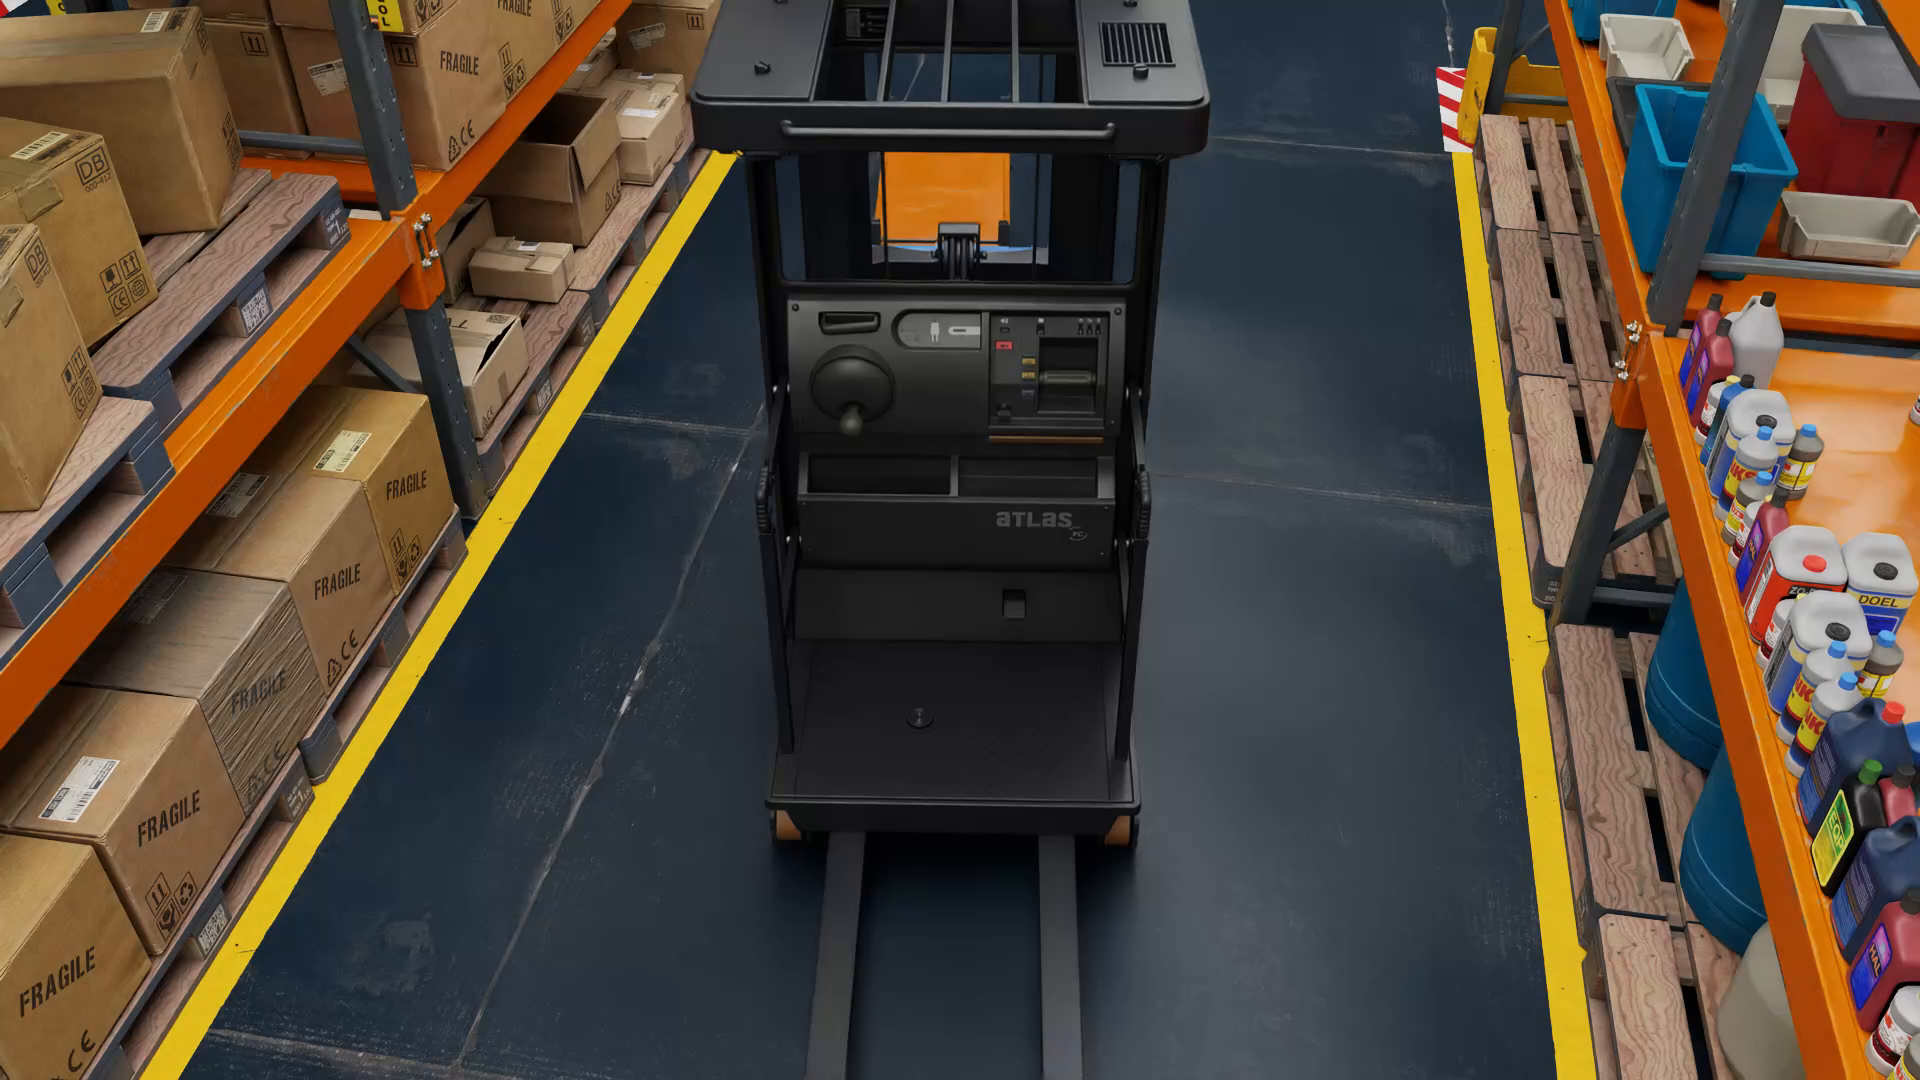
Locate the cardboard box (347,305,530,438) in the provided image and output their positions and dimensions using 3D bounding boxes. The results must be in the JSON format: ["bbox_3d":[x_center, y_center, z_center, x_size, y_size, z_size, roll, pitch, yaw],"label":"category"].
[{"bbox_3d":[-2.031,-0.688,6.493,0.500,0.311,0.500,6,40,8],"label":"cardboard box"}]

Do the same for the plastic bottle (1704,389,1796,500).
[{"bbox_3d":[2.042,-0.241,4.285,0.152,0.276,0.135,6,40,8],"label":"plastic bottle"}]

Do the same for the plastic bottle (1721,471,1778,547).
[{"bbox_3d":[1.978,-0.081,4.150,0.097,0.201,0.097,0,40,0],"label":"plastic bottle"}]

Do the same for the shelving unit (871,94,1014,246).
[{"bbox_3d":[-0.061,-1.012,6.591,0.538,1.125,1.048,1,40,1],"label":"shelving unit"}]

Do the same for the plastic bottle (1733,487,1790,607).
[{"bbox_3d":[1.924,0.018,3.965,0.061,0.283,0.133,6,40,8],"label":"plastic bottle"}]

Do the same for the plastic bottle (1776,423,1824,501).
[{"bbox_3d":[2.168,-0.210,4.306,0.097,0.201,0.097,0,40,0],"label":"plastic bottle"}]

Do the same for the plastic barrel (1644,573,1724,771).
[{"bbox_3d":[2.450,0.219,4.948,0.600,0.901,0.708,6,40,8],"label":"plastic barrel"}]

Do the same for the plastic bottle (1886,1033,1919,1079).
[{"bbox_3d":[1.698,0.937,2.918,0.097,0.201,0.097,0,40,0],"label":"plastic bottle"}]

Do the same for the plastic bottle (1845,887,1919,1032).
[{"bbox_3d":[1.716,0.770,3.056,0.061,0.283,0.133,6,40,8],"label":"plastic bottle"}]

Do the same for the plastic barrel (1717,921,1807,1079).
[{"bbox_3d":[2.142,1.158,4.118,0.421,0.512,0.421,0,40,0],"label":"plastic barrel"}]

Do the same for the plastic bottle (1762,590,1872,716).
[{"bbox_3d":[1.905,0.256,3.684,0.152,0.276,0.135,6,40,8],"label":"plastic bottle"}]

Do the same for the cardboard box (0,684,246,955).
[{"bbox_3d":[-2.387,0.763,4.589,0.500,0.500,0.500,5,40,6],"label":"cardboard box"}]

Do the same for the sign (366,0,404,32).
[{"bbox_3d":[-1.770,-1.703,5.047,0.100,0.325,0.005,6,40,8],"label":"sign"}]

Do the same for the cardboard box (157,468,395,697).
[{"bbox_3d":[-2.214,0.129,5.356,0.500,0.500,0.500,7,40,8],"label":"cardboard box"}]

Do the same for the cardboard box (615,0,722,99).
[{"bbox_3d":[-1.476,-2.664,8.734,0.500,0.500,0.500,6,40,8],"label":"cardboard box"}]

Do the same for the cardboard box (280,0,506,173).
[{"bbox_3d":[-1.960,-1.644,5.806,0.500,0.500,0.500,7,40,9],"label":"cardboard box"}]

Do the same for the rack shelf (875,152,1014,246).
[{"bbox_3d":[-0.061,-1.238,6.405,0.538,0.278,1.000,1,40,1],"label":"rack shelf"}]

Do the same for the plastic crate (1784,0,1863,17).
[{"bbox_3d":[3.150,-1.919,6.301,0.416,0.233,0.300,6,40,8],"label":"plastic crate"}]

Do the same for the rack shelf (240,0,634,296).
[{"bbox_3d":[-1.971,-2.293,7.234,1.077,0.370,4.000,6,40,8],"label":"rack shelf"}]

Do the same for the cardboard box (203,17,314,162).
[{"bbox_3d":[-2.483,-1.696,5.869,0.500,0.500,0.500,7,40,8],"label":"cardboard box"}]

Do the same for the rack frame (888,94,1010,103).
[{"bbox_3d":[-0.050,-1.336,6.983,0.500,1.125,0.032,1,40,1],"label":"rack frame"}]

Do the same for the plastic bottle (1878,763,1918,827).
[{"bbox_3d":[1.831,0.577,3.289,0.061,0.283,0.133,6,40,8],"label":"plastic bottle"}]

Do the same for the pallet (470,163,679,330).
[{"bbox_3d":[-1.988,-1.439,7.826,1.003,0.211,1.213,6,40,8],"label":"pallet"}]

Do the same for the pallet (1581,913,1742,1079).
[{"bbox_3d":[2.178,1.555,4.203,1.003,0.211,1.213,6,40,8],"label":"pallet"}]

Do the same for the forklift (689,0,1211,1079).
[{"bbox_3d":[-0.013,-0.399,4.432,1.130,2.935,3.031,1,40,1],"label":"forklift"}]

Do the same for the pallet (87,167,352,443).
[{"bbox_3d":[-2.563,-0.752,4.956,1.003,0.211,1.213,6,40,8],"label":"pallet"}]

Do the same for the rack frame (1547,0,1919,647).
[{"bbox_3d":[2.561,-0.767,4.824,1.000,3.000,0.127,6,40,8],"label":"rack frame"}]

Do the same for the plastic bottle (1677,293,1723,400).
[{"bbox_3d":[2.077,-0.539,4.639,0.061,0.283,0.133,6,40,8],"label":"plastic bottle"}]

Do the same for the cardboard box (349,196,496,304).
[{"bbox_3d":[-2.368,-1.308,7.243,0.500,0.311,0.500,6,40,8],"label":"cardboard box"}]

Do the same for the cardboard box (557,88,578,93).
[{"bbox_3d":[-2.171,-1.998,8.125,0.500,0.250,0.500,6,40,8],"label":"cardboard box"}]

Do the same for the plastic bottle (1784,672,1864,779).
[{"bbox_3d":[1.841,0.389,3.527,0.097,0.271,0.097,0,40,0],"label":"plastic bottle"}]

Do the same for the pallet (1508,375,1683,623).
[{"bbox_3d":[2.650,-0.158,6.275,1.003,0.211,1.213,6,40,8],"label":"pallet"}]

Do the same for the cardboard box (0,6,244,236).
[{"bbox_3d":[-2.619,-1.243,4.992,0.700,0.500,0.500,-6,40,-7],"label":"cardboard box"}]

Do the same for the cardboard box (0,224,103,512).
[{"bbox_3d":[-2.562,-0.400,3.972,0.700,0.500,0.500,-3,40,-4],"label":"cardboard box"}]

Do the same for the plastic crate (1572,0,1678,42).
[{"bbox_3d":[2.606,-2.103,6.523,0.416,0.233,0.300,6,40,8],"label":"plastic crate"}]

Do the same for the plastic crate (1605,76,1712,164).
[{"bbox_3d":[2.490,-1.416,5.778,0.437,0.125,0.590,6,40,8],"label":"plastic crate"}]

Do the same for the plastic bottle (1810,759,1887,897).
[{"bbox_3d":[1.772,0.570,3.298,0.061,0.283,0.133,6,40,8],"label":"plastic bottle"}]

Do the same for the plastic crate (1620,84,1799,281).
[{"bbox_3d":[2.306,-1.114,5.209,0.392,0.384,0.575,6,40,8],"label":"plastic crate"}]

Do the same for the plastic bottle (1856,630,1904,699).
[{"bbox_3d":[2.031,0.287,3.705,0.097,0.201,0.097,0,40,0],"label":"plastic bottle"}]

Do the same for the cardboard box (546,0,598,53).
[{"bbox_3d":[-1.786,-2.279,6.574,0.500,0.500,0.500,6,40,7],"label":"cardboard box"}]

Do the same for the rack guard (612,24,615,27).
[{"bbox_3d":[-1.638,-2.815,9.262,1.175,0.500,0.348,6,40,8],"label":"rack guard"}]

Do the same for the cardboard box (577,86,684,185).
[{"bbox_3d":[-1.670,-1.974,8.097,0.500,0.250,0.500,6,40,8],"label":"cardboard box"}]

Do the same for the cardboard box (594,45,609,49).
[{"bbox_3d":[-2.079,-2.522,8.824,0.380,0.166,0.250,6,40,8],"label":"cardboard box"}]

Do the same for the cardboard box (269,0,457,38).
[{"bbox_3d":[-1.958,-2.004,5.457,0.500,0.500,0.500,7,40,9],"label":"cardboard box"}]

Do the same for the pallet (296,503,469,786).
[{"bbox_3d":[-2.420,0.274,5.753,1.003,0.211,1.213,6,40,8],"label":"pallet"}]

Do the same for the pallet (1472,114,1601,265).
[{"bbox_3d":[3.072,-1.689,8.128,1.003,0.211,1.213,6,40,8],"label":"pallet"}]

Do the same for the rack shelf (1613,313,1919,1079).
[{"bbox_3d":[2.215,0.765,3.535,1.077,0.370,4.000,6,40,8],"label":"rack shelf"}]

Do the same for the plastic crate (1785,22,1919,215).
[{"bbox_3d":[2.963,-1.347,5.428,0.402,0.464,0.583,6,40,8],"label":"plastic crate"}]

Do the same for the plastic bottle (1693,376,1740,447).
[{"bbox_3d":[2.052,-0.349,4.474,0.097,0.201,0.097,0,40,0],"label":"plastic bottle"}]
